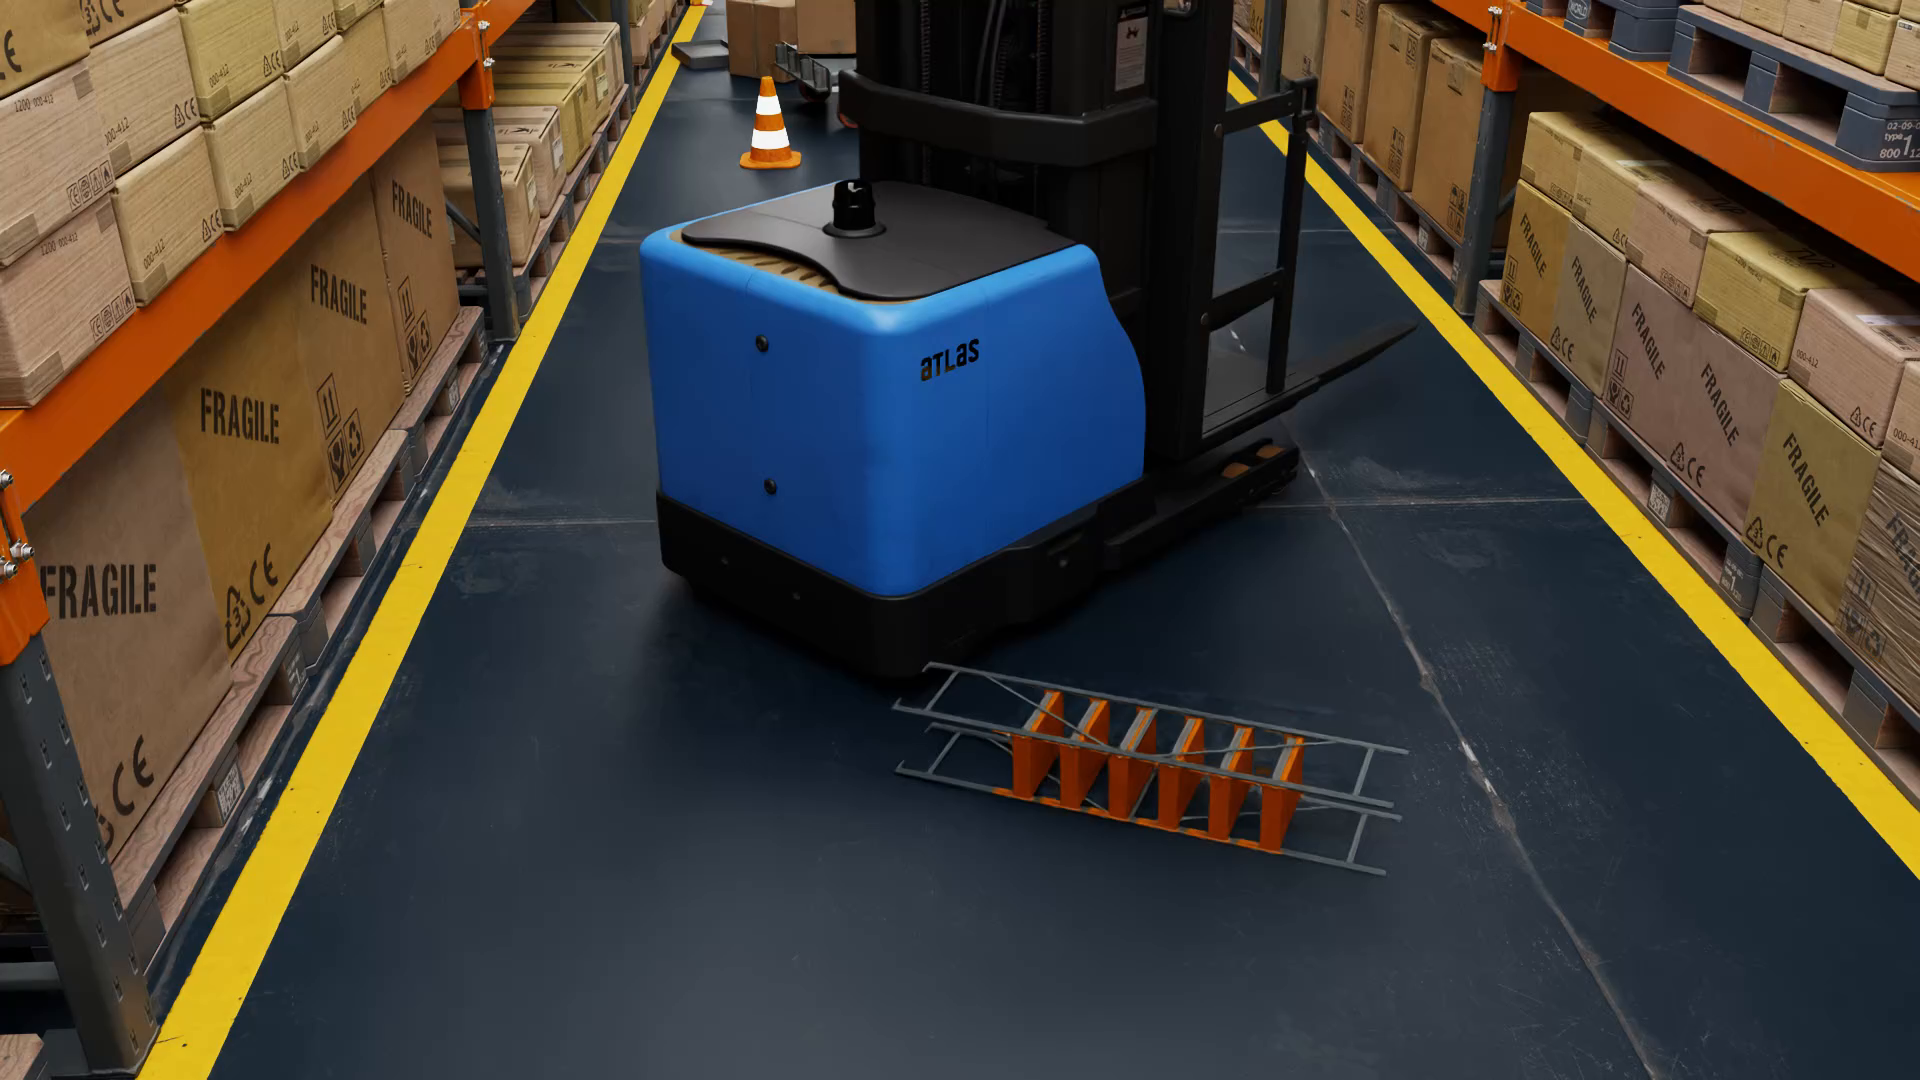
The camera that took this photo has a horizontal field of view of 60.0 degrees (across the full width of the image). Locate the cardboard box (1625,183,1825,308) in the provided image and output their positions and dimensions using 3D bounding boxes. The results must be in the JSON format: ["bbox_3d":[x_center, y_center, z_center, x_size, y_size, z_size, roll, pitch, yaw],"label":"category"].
[{"bbox_3d":[2.457,-0.935,5.237,0.500,0.250,0.500,-1,28,-2],"label":"cardboard box"}]

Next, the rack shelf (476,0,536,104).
[{"bbox_3d":[-2.419,-2.750,8.058,1.077,0.370,4.000,-1,28,-3],"label":"rack shelf"}]

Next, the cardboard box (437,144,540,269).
[{"bbox_3d":[-2.334,-1.428,7.132,0.950,0.372,0.625,-3,28,-6],"label":"cardboard box"}]

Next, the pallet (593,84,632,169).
[{"bbox_3d":[-2.481,-2.397,9.618,1.003,0.211,1.213,-1,28,-3],"label":"pallet"}]

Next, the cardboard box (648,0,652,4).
[{"bbox_3d":[-2.324,-3.818,11.036,0.500,0.500,0.500,0,28,-1],"label":"cardboard box"}]

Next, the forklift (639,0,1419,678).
[{"bbox_3d":[0.480,-1.527,5.009,1.130,2.935,3.031,23,36,37],"label":"forklift"}]

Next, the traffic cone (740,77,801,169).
[{"bbox_3d":[-1.060,-2.329,9.216,0.336,0.463,0.334,-1,28,-3],"label":"traffic cone"}]

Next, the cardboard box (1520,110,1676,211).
[{"bbox_3d":[2.418,-1.398,6.125,0.500,0.250,0.500,-3,28,-5],"label":"cardboard box"}]

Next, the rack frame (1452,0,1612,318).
[{"bbox_3d":[2.624,-2.312,6.439,1.000,3.000,0.127,-1,28,-3],"label":"rack frame"}]

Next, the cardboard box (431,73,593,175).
[{"bbox_3d":[-2.414,-2.119,8.457,0.950,0.372,0.625,0,28,-1],"label":"cardboard box"}]

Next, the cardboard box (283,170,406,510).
[{"bbox_3d":[-2.319,-0.657,5.109,0.875,0.875,0.875,-1,28,-2],"label":"cardboard box"}]

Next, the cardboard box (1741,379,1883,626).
[{"bbox_3d":[2.516,-0.115,4.476,0.500,0.500,0.500,-2,28,-4],"label":"cardboard box"}]

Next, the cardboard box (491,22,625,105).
[{"bbox_3d":[-2.493,-2.772,9.709,0.950,0.372,0.625,-1,28,-2],"label":"cardboard box"}]

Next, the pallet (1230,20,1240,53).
[{"bbox_3d":[2.386,-3.841,12.386,1.003,0.211,1.213,-1,28,-3],"label":"pallet"}]

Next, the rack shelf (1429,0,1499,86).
[{"bbox_3d":[2.519,-2.917,8.376,1.077,0.370,4.000,-1,28,-3],"label":"rack shelf"}]

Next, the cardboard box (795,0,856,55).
[{"bbox_3d":[-0.747,-3.277,10.174,0.500,0.500,0.500,-1,28,-3],"label":"cardboard box"}]

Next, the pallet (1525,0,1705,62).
[{"bbox_3d":[2.767,-1.900,5.857,1.213,0.211,1.003,-1,28,-3],"label":"pallet"}]

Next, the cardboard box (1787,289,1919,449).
[{"bbox_3d":[2.528,-0.451,4.308,0.500,0.250,0.500,0,28,0],"label":"cardboard box"}]

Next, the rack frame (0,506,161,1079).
[{"bbox_3d":[-2.106,-0.299,2.579,1.000,3.000,0.127,-1,28,-3],"label":"rack frame"}]

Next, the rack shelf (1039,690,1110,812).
[{"bbox_3d":[0.283,0.506,4.030,0.103,0.180,0.258,9,28,21],"label":"rack shelf"}]

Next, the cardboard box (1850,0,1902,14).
[{"bbox_3d":[2.542,-1.459,4.300,0.380,0.149,0.250,-1,28,-2],"label":"cardboard box"}]

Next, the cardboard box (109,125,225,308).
[{"bbox_3d":[-1.893,-0.681,3.473,0.500,0.250,0.500,-2,28,-4],"label":"cardboard box"}]

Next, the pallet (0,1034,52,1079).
[{"bbox_3d":[-2.144,1.291,2.547,1.003,0.211,1.213,-1,28,-3],"label":"pallet"}]

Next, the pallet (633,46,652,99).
[{"bbox_3d":[-2.594,-3.066,10.900,1.003,0.211,1.213,-1,28,-3],"label":"pallet"}]

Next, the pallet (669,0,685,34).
[{"bbox_3d":[-2.721,-4.193,13.061,1.003,0.211,1.213,-1,28,-3],"label":"pallet"}]

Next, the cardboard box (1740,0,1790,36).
[{"bbox_3d":[2.517,-1.563,4.821,0.380,0.149,0.250,-1,28,-2],"label":"cardboard box"}]

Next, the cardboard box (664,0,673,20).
[{"bbox_3d":[-2.369,-3.960,12.117,0.500,0.250,0.500,-2,28,-4],"label":"cardboard box"}]

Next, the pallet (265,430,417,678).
[{"bbox_3d":[-2.288,0.019,4.986,1.003,0.211,1.213,-1,28,-3],"label":"pallet"}]

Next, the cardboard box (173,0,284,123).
[{"bbox_3d":[-1.902,-1.137,3.809,0.500,0.250,0.500,-1,28,-2],"label":"cardboard box"}]

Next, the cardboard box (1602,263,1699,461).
[{"bbox_3d":[2.467,-0.588,5.383,0.500,0.500,0.500,-2,28,-4],"label":"cardboard box"}]

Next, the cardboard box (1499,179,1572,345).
[{"bbox_3d":[2.406,-1.057,6.282,0.500,0.500,0.500,-3,28,-5],"label":"cardboard box"}]

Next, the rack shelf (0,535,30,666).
[{"bbox_3d":[-2.001,0.944,0.974,1.077,0.370,4.000,-1,28,-3],"label":"rack shelf"}]

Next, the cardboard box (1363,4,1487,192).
[{"bbox_3d":[2.633,-2.188,8.180,1.050,0.750,0.750,-1,28,-2],"label":"cardboard box"}]

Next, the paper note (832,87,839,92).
[{"bbox_3d":[-0.847,-2.963,10.897,0.148,0.019,0.142,-1,28,-3],"label":"paper note"}]

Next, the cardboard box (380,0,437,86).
[{"bbox_3d":[-1.986,-1.616,5.268,0.500,0.250,0.500,-1,28,-2],"label":"cardboard box"}]

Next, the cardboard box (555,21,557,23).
[{"bbox_3d":[-2.823,-3.227,10.712,0.500,0.250,0.500,0,28,0],"label":"cardboard box"}]

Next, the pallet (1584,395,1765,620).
[{"bbox_3d":[2.724,-0.153,5.314,1.003,0.211,1.213,-1,28,-3],"label":"pallet"}]

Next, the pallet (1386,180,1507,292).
[{"bbox_3d":[2.658,-1.441,7.786,1.003,0.211,1.213,-1,28,-3],"label":"pallet"}]

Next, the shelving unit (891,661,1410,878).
[{"bbox_3d":[0.435,0.530,3.972,1.200,0.189,0.258,9,28,21],"label":"shelving unit"}]

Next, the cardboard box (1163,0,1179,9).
[{"bbox_3d":[1.309,-3.744,11.885,0.500,0.500,0.500,3,28,6],"label":"cardboard box"}]

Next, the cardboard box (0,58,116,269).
[{"bbox_3d":[-1.847,-0.664,2.900,0.500,0.250,0.500,-2,28,-4],"label":"cardboard box"}]

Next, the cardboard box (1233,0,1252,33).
[{"bbox_3d":[2.401,-4.112,11.733,0.875,0.875,0.875,-1,28,-2],"label":"cardboard box"}]

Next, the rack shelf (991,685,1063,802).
[{"bbox_3d":[0.172,0.489,4.072,0.103,0.180,0.258,9,28,21],"label":"rack shelf"}]

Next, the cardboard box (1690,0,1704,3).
[{"bbox_3d":[2.489,-1.802,5.279,0.380,0.149,0.250,0,28,0],"label":"cardboard box"}]

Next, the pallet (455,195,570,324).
[{"bbox_3d":[-2.354,-1.270,7.457,1.003,0.211,1.213,-1,28,-3],"label":"pallet"}]

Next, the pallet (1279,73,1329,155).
[{"bbox_3d":[2.530,-2.568,9.946,1.003,0.211,1.213,-1,28,-3],"label":"pallet"}]

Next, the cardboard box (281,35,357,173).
[{"bbox_3d":[-1.921,-1.149,4.371,0.500,0.250,0.500,-2,28,-3],"label":"cardboard box"}]

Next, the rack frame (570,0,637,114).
[{"bbox_3d":[-2.523,-3.993,9.662,1.000,3.000,0.127,-1,28,-3],"label":"rack frame"}]

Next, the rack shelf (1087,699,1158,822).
[{"bbox_3d":[0.394,0.524,3.988,0.103,0.180,0.258,9,28,21],"label":"rack shelf"}]

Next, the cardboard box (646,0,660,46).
[{"bbox_3d":[-2.324,-3.485,11.208,0.500,0.250,0.500,0,28,0],"label":"cardboard box"}]

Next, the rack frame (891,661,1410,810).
[{"bbox_3d":[0.432,0.448,3.932,1.200,0.006,0.240,9,28,21],"label":"rack frame"}]

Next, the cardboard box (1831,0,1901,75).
[{"bbox_3d":[2.543,-1.320,4.354,0.380,0.149,0.250,0,28,0],"label":"cardboard box"}]

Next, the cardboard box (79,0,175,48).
[{"bbox_3d":[-1.896,-1.231,3.176,0.500,0.500,0.500,-2,28,-3],"label":"cardboard box"}]

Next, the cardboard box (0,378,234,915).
[{"bbox_3d":[-2.218,0.173,3.518,0.875,0.875,0.875,-1,28,-1],"label":"cardboard box"}]

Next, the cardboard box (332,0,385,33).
[{"bbox_3d":[-1.958,-1.611,4.716,0.500,0.250,0.500,-2,28,-4],"label":"cardboard box"}]

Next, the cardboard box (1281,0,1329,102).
[{"bbox_3d":[2.537,-3.063,9.859,1.050,0.750,0.750,-2,28,-3],"label":"cardboard box"}]
